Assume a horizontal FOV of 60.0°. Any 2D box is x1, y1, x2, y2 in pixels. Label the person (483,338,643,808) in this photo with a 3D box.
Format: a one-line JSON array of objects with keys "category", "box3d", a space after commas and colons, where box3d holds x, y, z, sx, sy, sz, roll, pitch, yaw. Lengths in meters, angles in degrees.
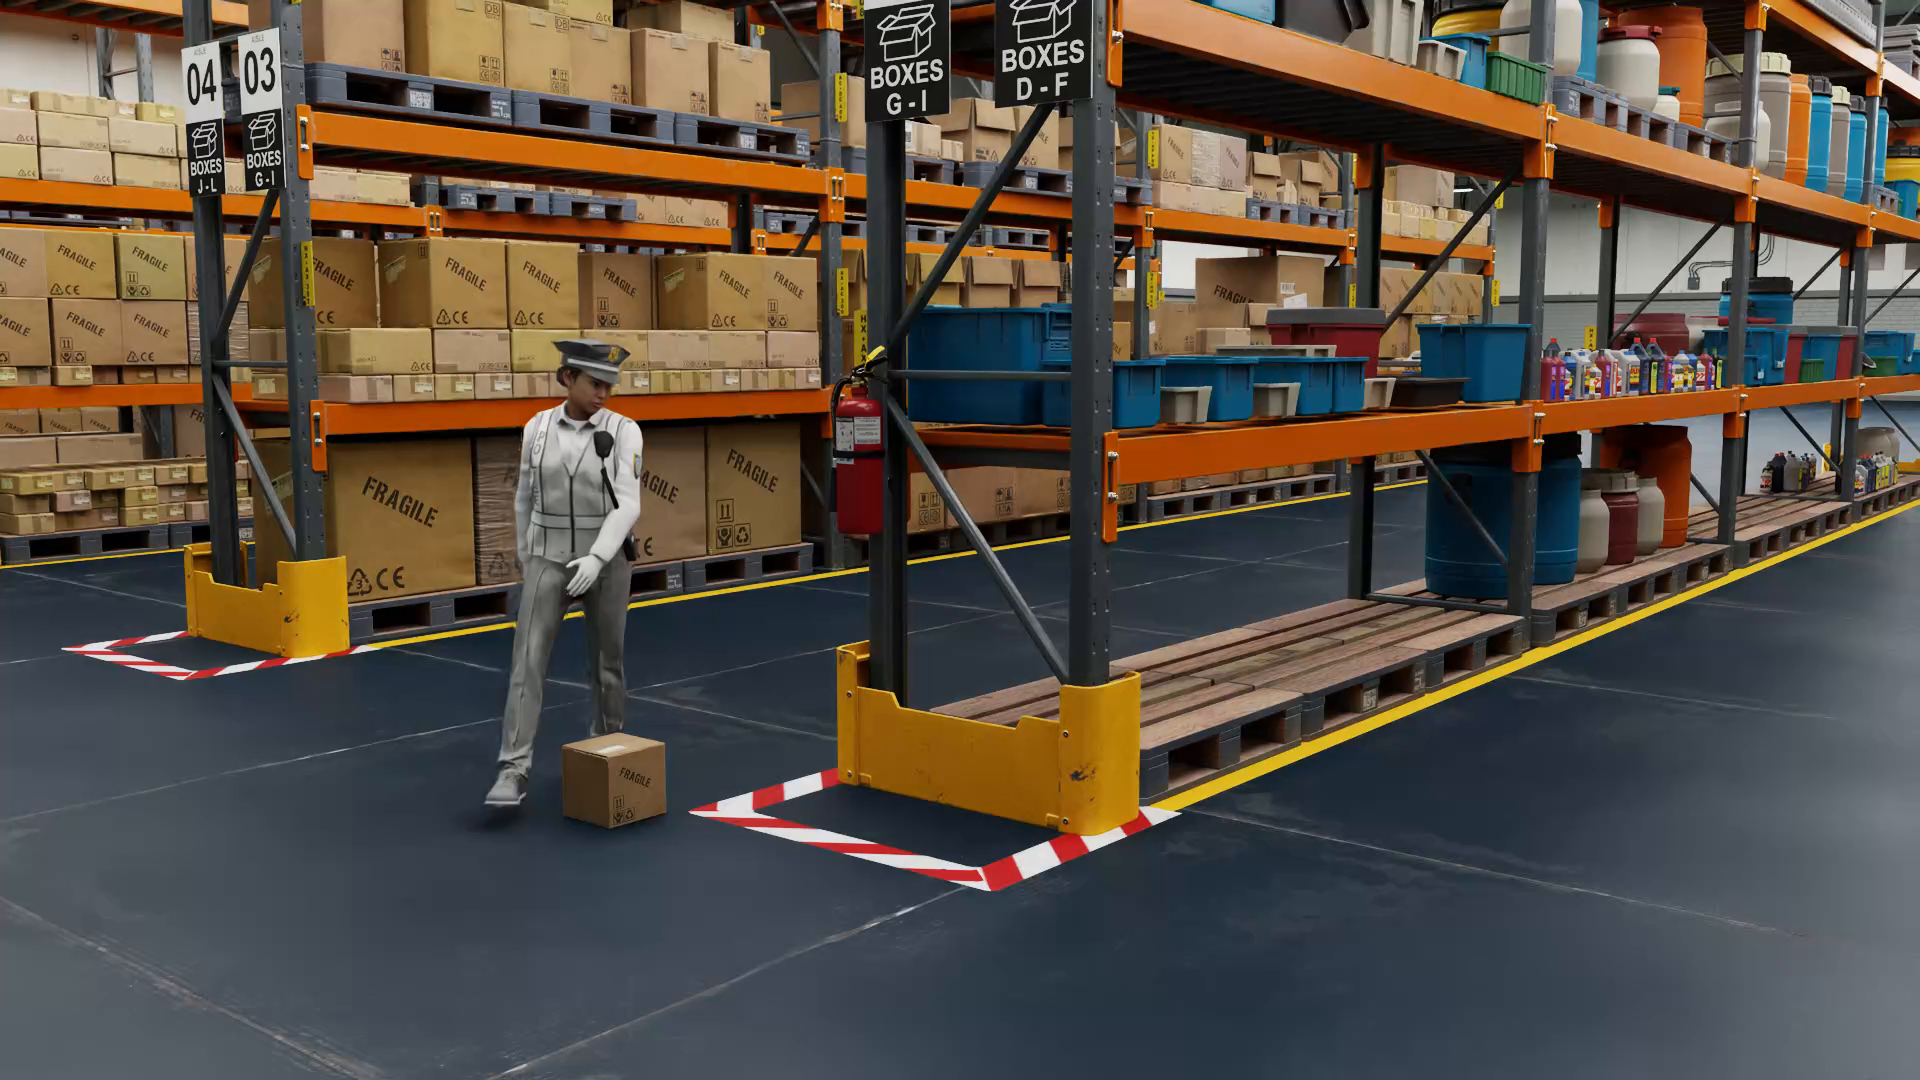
[{"category": "person", "box3d": [-1.378, 0.105, 5.898, 0.506, 1.607, 0.865, 0, 7, -3]}]
